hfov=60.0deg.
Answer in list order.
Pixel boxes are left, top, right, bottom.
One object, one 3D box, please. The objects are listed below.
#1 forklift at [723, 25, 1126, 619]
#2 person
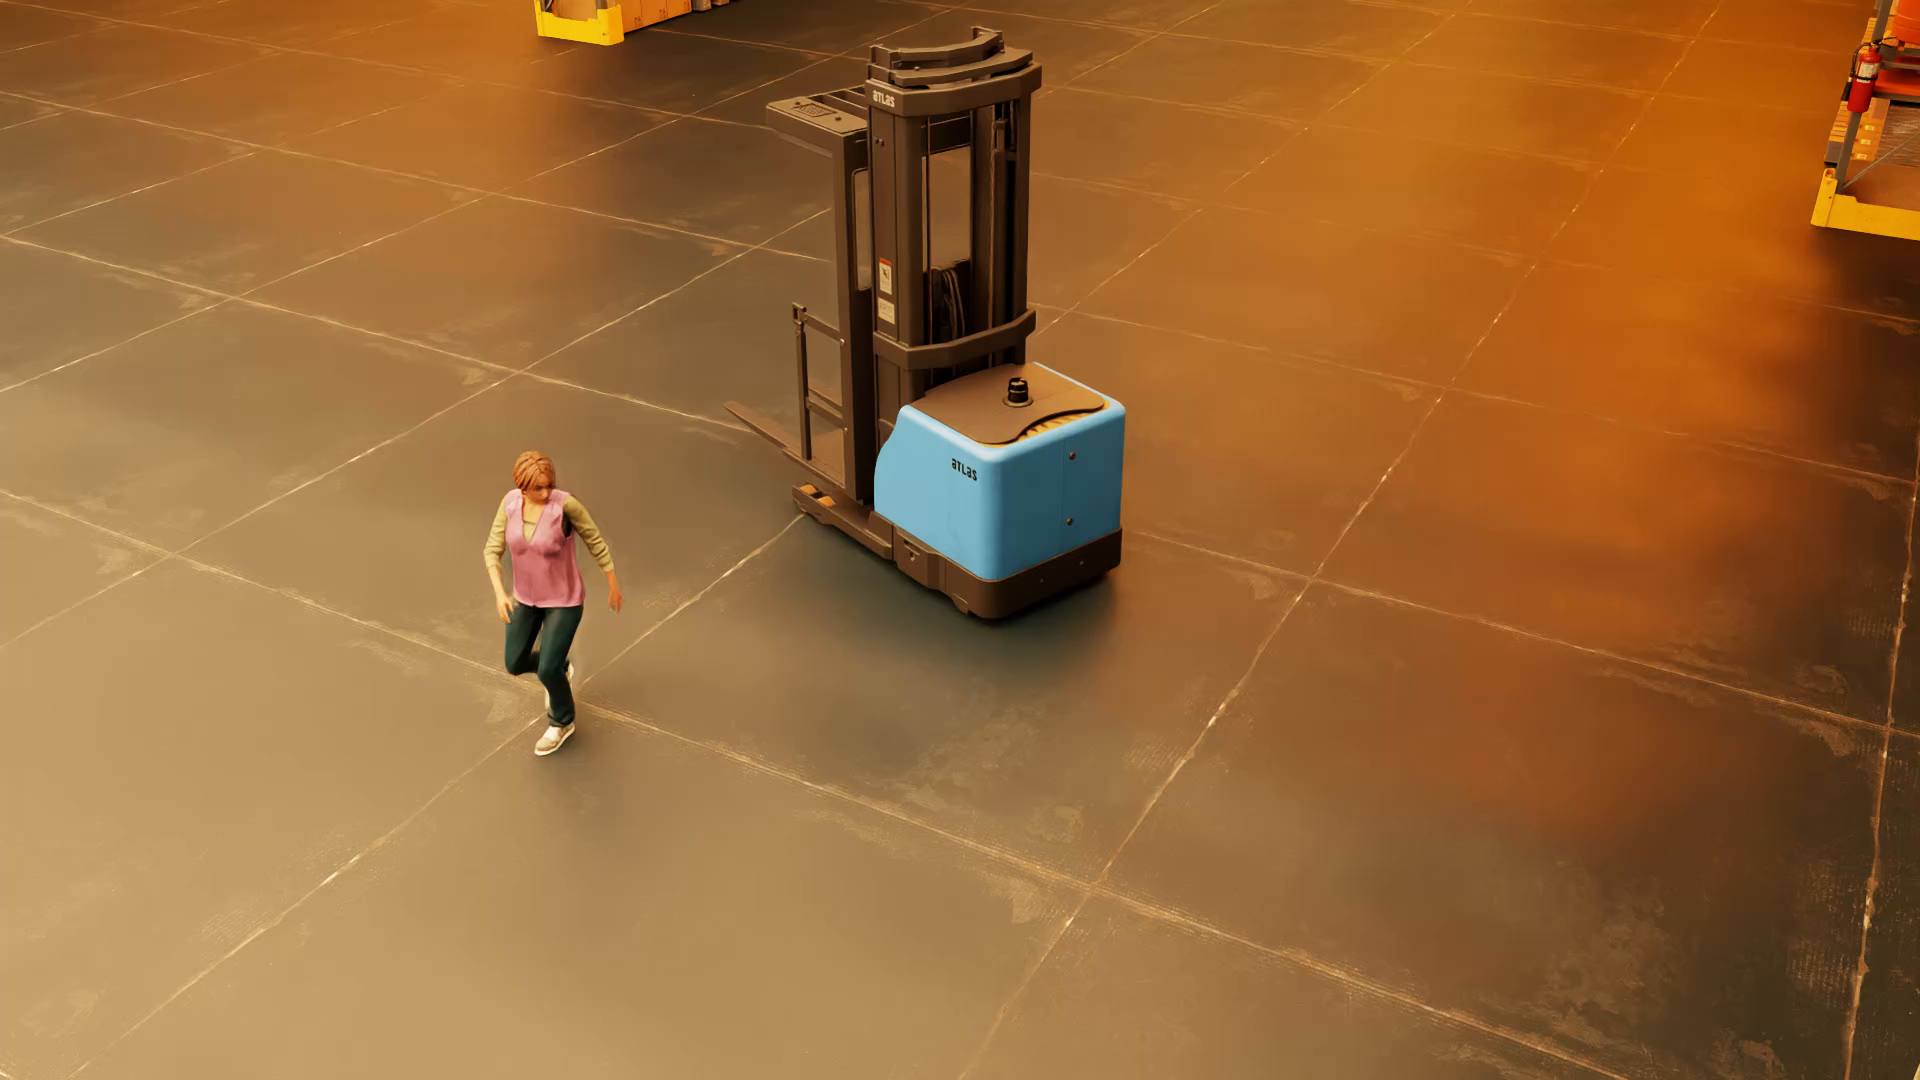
[{"bbox_3d":[-0.382,-1.507,9.682,1.130,2.935,3.031,-22,37,-33],"label":"forklift"},{"bbox_3d":[-1.954,0.296,7.955,0.595,1.547,0.533,11,32,18],"label":"person"}]
